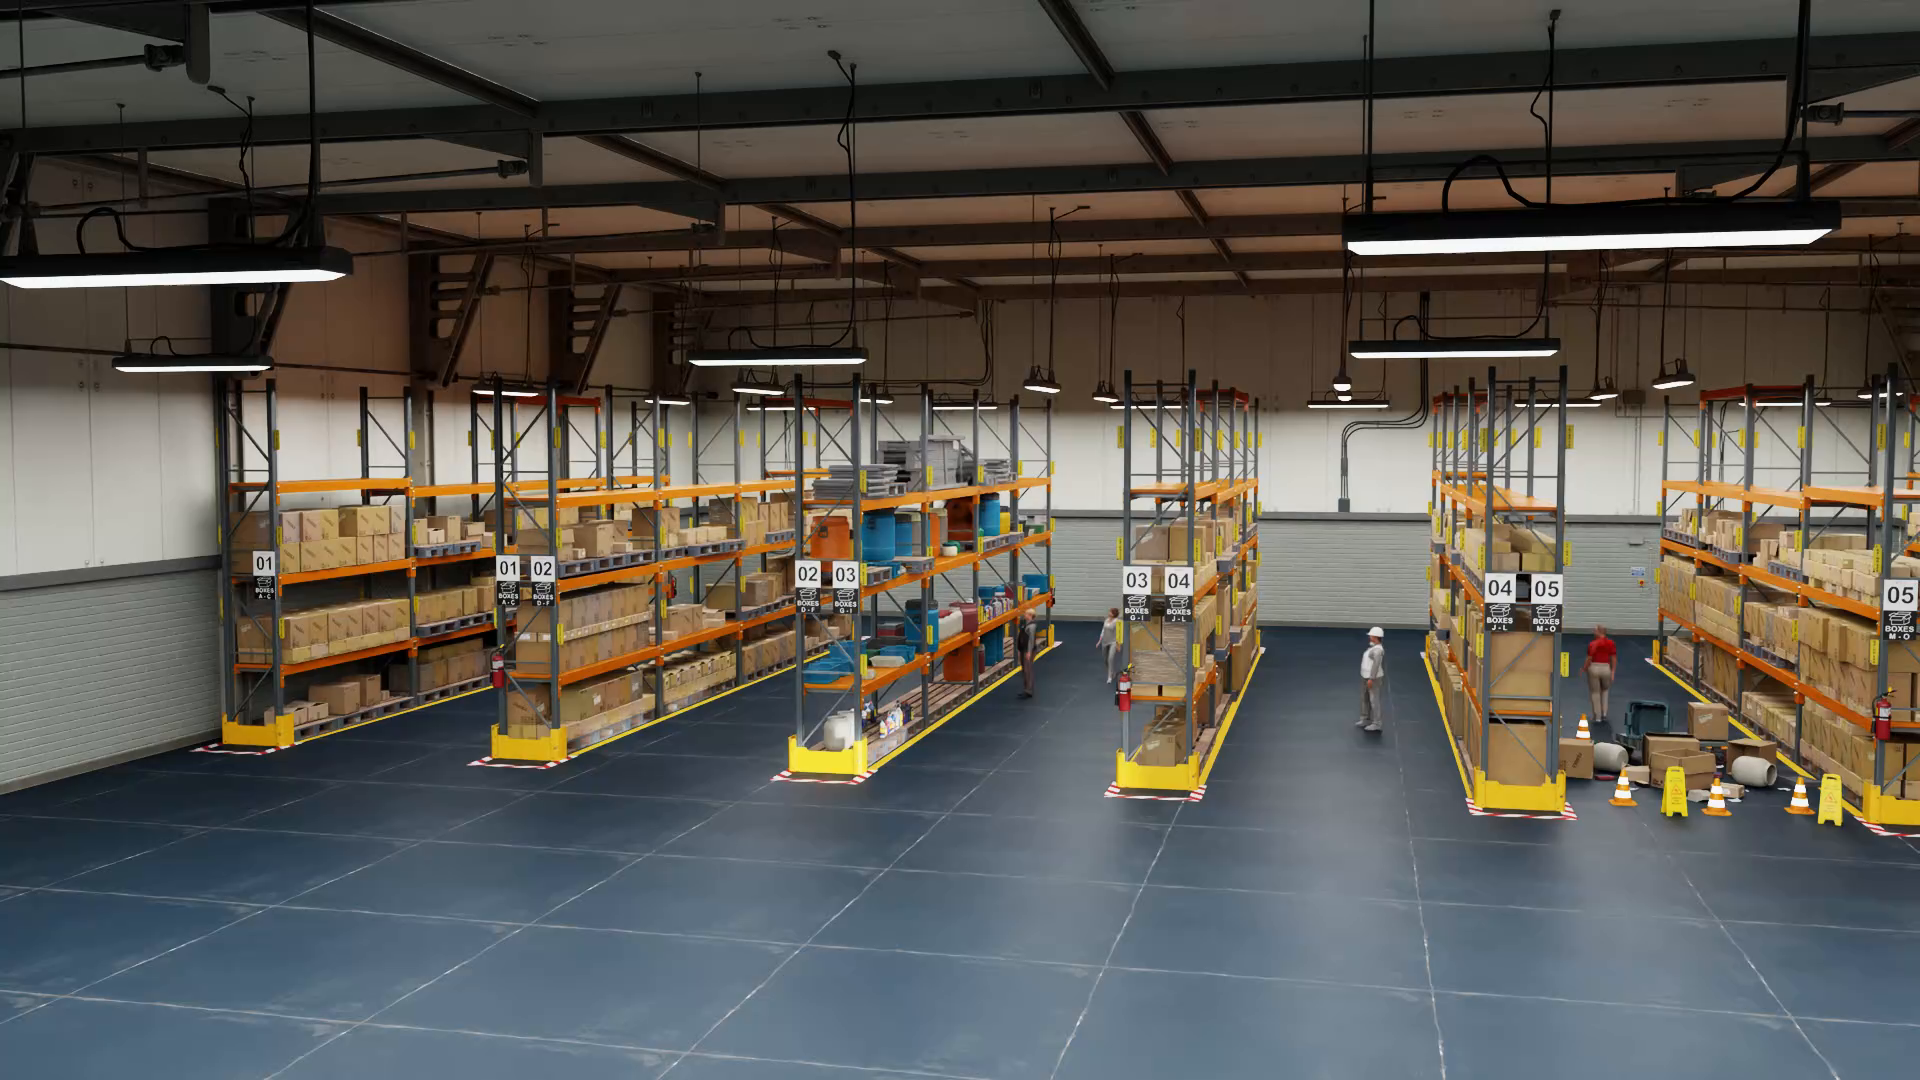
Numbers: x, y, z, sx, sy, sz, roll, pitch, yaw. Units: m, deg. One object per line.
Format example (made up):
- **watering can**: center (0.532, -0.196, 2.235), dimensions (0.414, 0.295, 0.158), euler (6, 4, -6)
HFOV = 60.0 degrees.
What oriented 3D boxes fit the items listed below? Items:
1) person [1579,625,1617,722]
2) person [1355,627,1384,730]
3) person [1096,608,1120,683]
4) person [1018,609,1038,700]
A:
- **person**: center (11.316, 2.378, 29.465), dimensions (0.621, 1.764, 0.679), euler (1, 3, 9)
- **person**: center (7.131, 2.385, 28.850), dimensions (0.475, 1.766, 0.589), euler (0, 3, -8)
- **person**: center (3.106, 2.163, 34.410), dimensions (0.502, 1.528, 0.865), euler (1, 4, 20)
- **person**: center (1.287, 2.202, 32.353), dimensions (0.433, 1.727, 0.598), euler (-1, 3, -11)
